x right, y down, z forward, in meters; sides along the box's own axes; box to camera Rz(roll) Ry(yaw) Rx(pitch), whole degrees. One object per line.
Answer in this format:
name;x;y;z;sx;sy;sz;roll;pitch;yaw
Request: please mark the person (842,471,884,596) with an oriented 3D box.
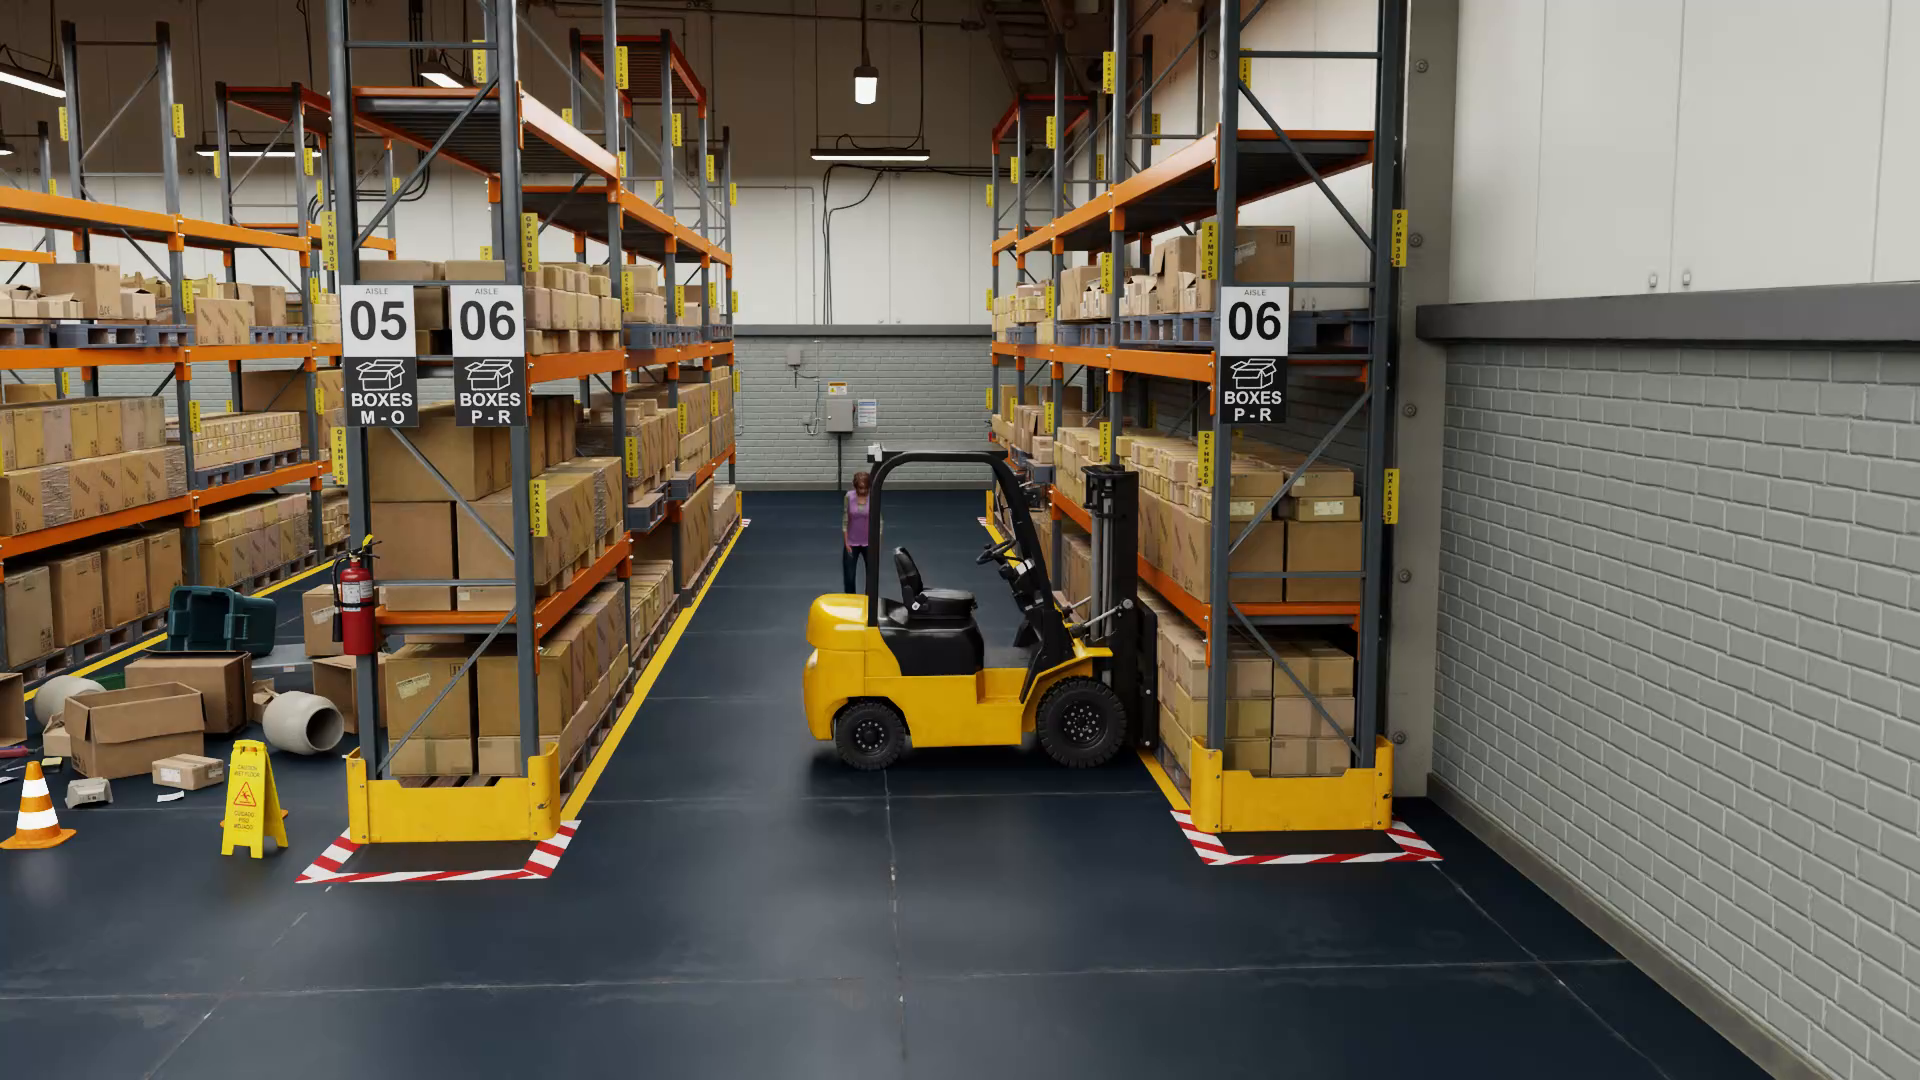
person;-0.983;0.082;16.870;0.423;1.549;0.368;0;7;-2
